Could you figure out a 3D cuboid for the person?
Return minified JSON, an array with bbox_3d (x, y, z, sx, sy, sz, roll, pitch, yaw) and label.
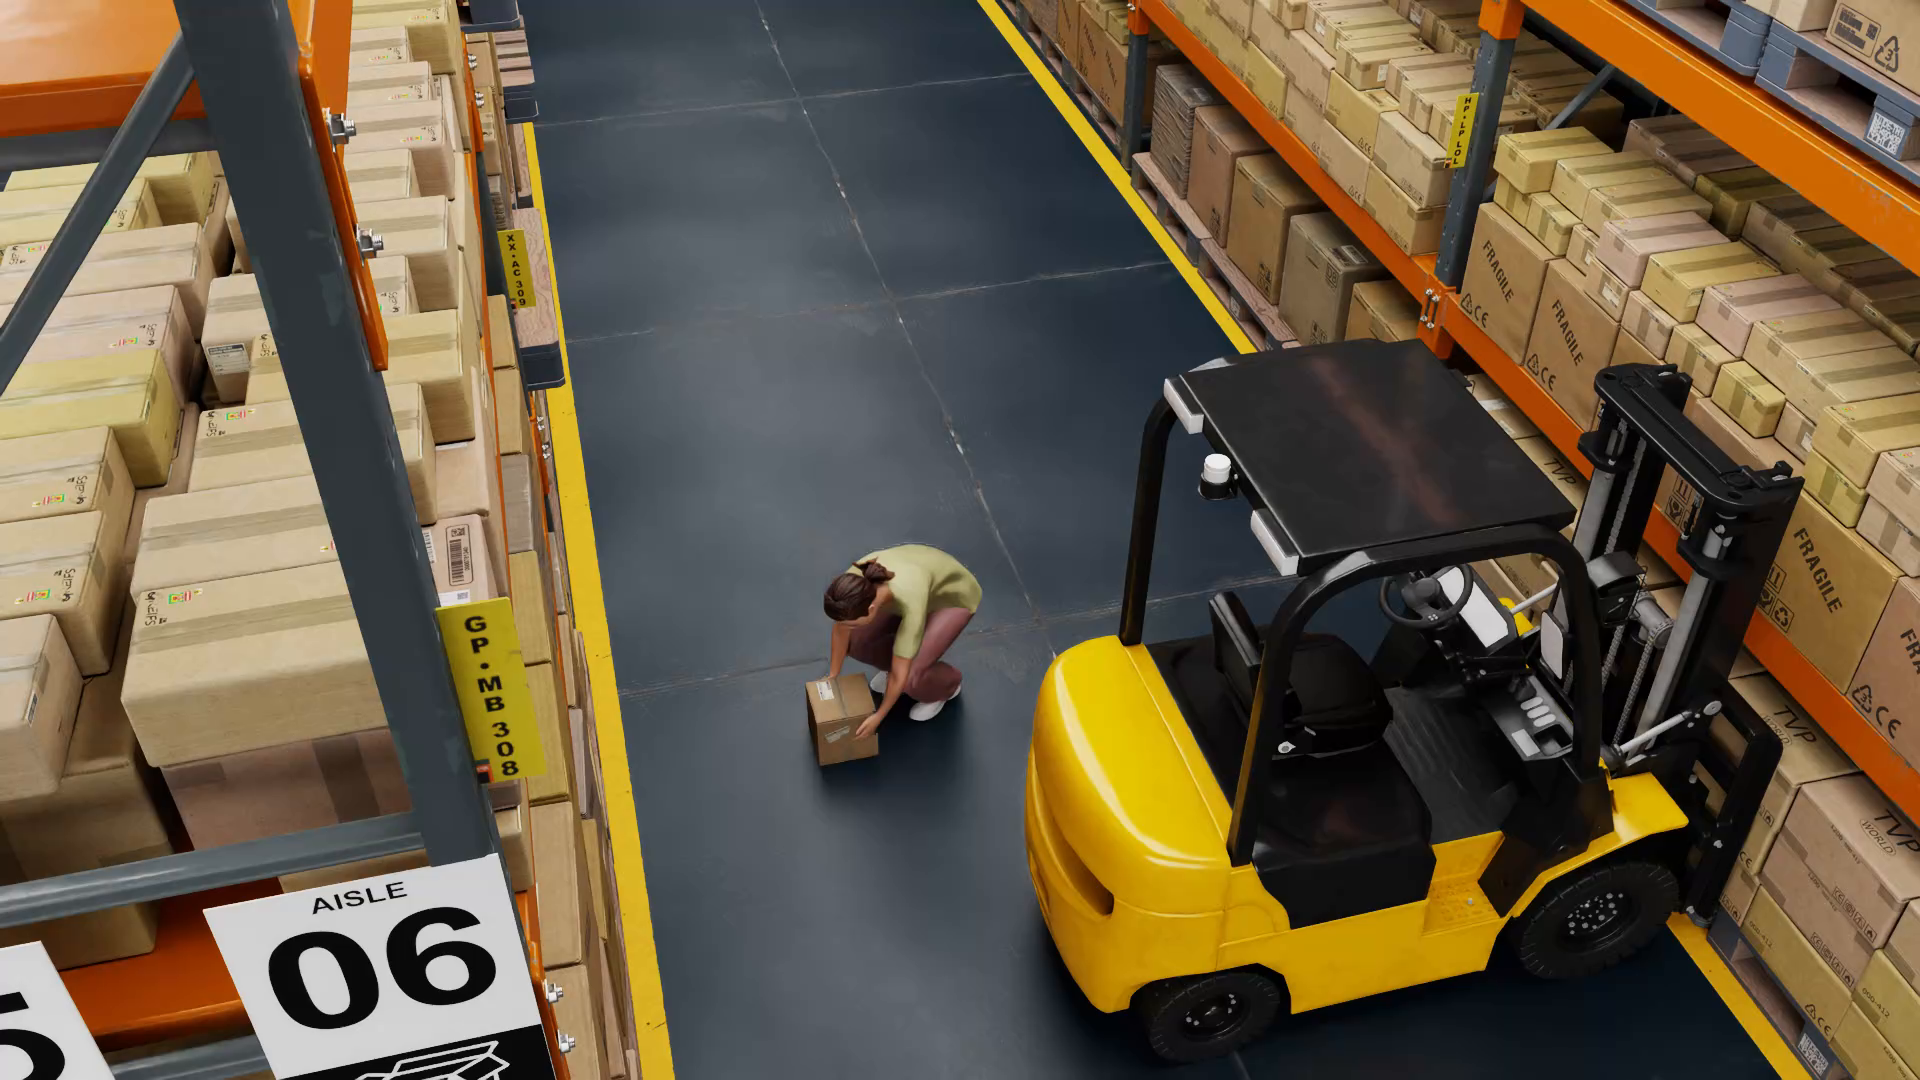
[{"bbox_3d":[-0.247,0.362,6.876,0.796,0.911,0.491,-31,48,-33],"label":"person"}]
